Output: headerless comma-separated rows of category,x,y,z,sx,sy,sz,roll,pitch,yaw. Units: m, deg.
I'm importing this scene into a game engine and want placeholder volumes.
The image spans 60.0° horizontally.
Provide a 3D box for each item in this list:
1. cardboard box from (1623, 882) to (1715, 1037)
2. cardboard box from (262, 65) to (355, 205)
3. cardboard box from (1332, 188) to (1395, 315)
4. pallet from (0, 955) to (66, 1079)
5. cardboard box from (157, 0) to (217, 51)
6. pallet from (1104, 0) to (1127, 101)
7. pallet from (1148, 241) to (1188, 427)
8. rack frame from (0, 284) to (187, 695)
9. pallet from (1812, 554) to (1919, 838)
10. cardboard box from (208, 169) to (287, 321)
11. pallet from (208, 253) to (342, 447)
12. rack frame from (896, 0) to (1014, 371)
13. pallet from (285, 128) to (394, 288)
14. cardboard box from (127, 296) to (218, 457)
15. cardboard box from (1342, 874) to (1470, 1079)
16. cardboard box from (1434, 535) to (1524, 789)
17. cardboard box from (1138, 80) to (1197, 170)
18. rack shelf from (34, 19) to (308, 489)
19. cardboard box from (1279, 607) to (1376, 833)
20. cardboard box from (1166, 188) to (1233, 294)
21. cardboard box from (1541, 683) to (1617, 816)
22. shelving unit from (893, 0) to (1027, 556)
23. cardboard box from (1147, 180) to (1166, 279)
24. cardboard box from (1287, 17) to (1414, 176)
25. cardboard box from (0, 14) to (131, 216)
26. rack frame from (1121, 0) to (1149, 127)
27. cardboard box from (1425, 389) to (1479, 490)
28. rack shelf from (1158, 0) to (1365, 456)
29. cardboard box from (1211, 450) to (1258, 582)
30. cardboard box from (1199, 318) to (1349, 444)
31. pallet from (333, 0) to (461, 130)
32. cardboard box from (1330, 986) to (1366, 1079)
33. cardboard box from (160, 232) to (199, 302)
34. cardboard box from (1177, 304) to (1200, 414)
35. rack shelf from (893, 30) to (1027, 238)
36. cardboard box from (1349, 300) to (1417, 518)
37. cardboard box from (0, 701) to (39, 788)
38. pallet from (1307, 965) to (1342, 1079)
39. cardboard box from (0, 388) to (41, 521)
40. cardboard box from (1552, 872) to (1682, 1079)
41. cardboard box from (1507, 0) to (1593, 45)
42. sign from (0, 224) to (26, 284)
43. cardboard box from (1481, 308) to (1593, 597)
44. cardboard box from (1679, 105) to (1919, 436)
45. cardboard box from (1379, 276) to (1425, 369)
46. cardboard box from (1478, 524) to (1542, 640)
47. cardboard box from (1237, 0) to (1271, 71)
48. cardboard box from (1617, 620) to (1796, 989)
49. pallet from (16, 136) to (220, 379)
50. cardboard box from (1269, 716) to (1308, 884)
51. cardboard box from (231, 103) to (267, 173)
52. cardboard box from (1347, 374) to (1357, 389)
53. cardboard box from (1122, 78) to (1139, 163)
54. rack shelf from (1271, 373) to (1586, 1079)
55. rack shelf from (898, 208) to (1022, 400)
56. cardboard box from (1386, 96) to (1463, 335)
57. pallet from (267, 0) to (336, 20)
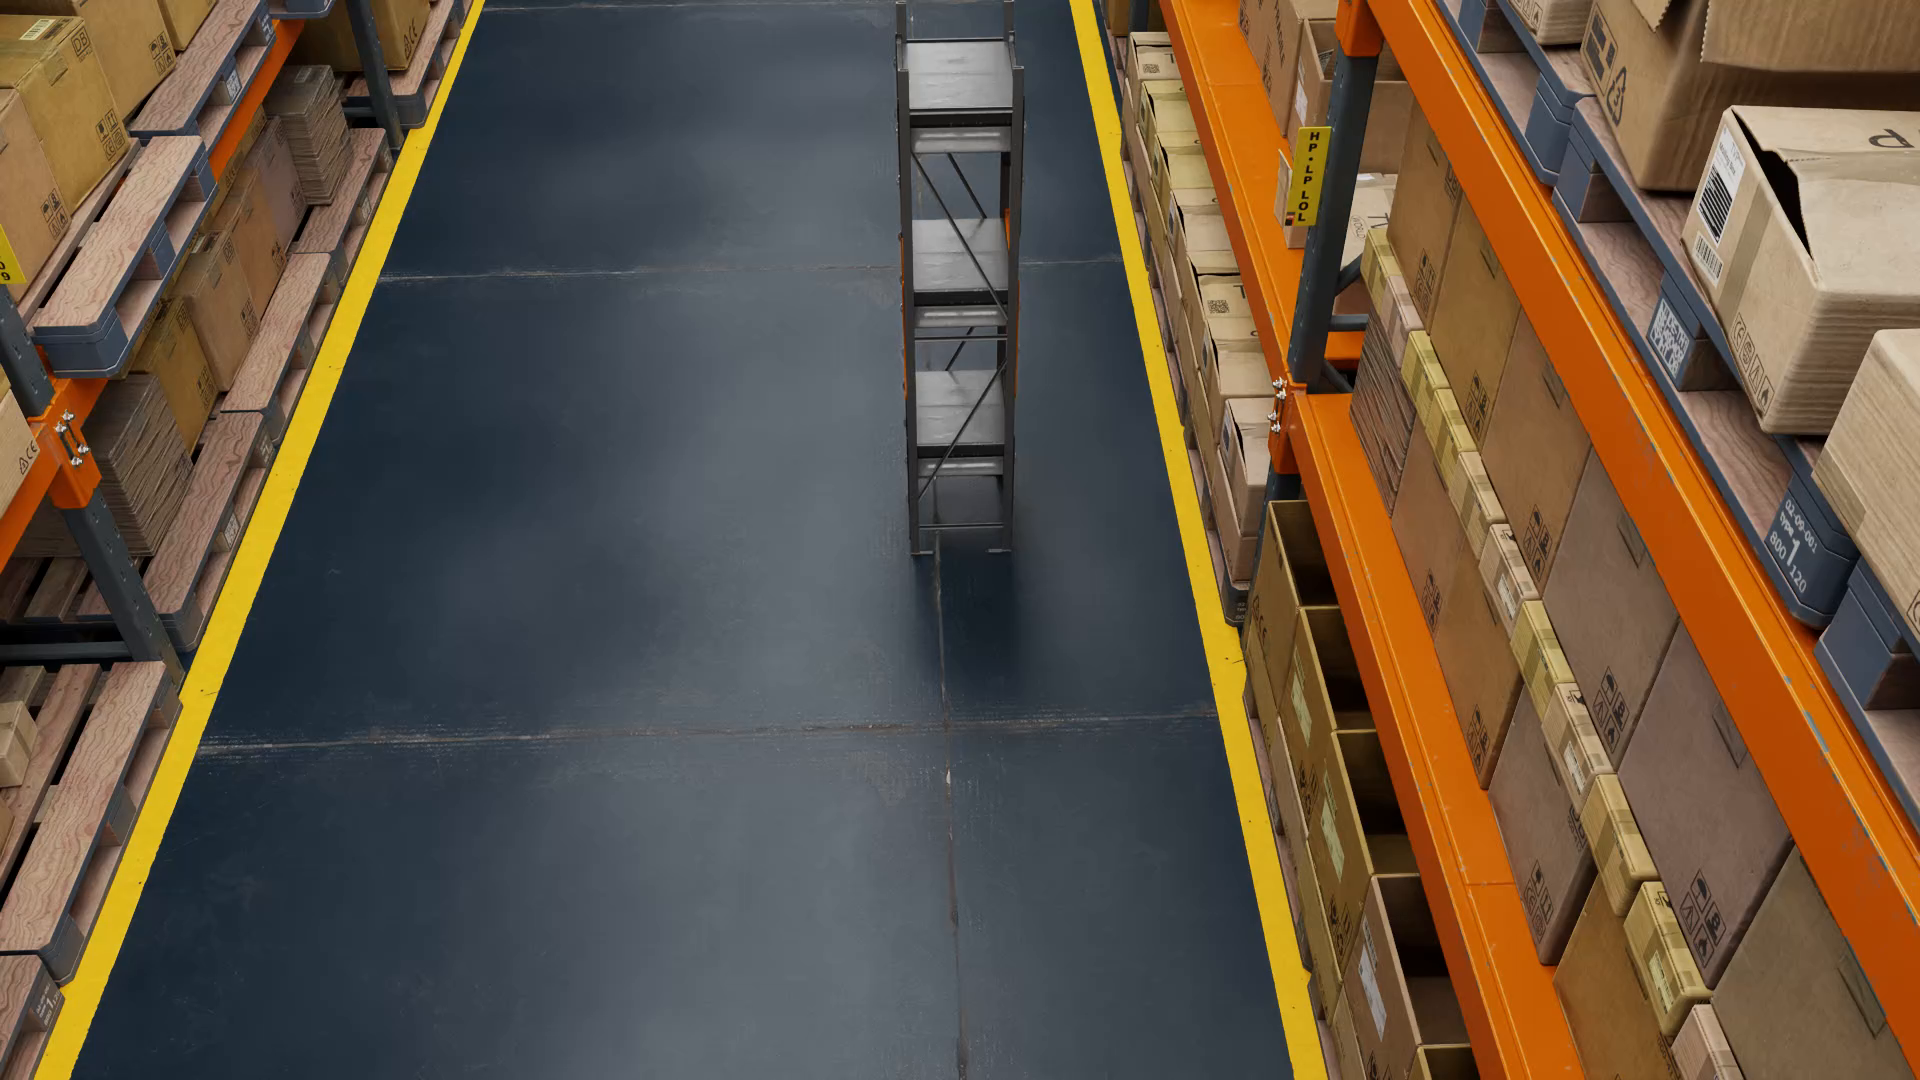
cardboard box,1.488,0.784,3.121,0.380,0.149,0.250,0,43,0
cardboard box,-3.468,-2.004,8.240,0.700,0.500,0.500,-1,43,-1
cardboard box,1.503,-0.968,5.697,0.500,0.250,0.500,1,43,1
pallet,-3.263,1.759,4.675,1.003,0.211,1.213,-2,43,-2
cardboard box,-3.446,-2.289,6.628,0.700,0.500,0.500,-2,43,-2
pallet,1.404,-2.869,9.724,1.003,0.211,1.213,-2,43,-2
pallet,1.443,-0.986,7.669,1.003,0.211,1.213,-2,43,-2
rack frame,-3.381,-0.547,5.127,1.000,3.000,0.127,-2,43,-2
pallet,1.734,0.457,1.877,1.003,0.211,1.213,-2,43,-2
cardboard box,-3.513,-1.318,7.492,0.700,0.500,0.500,-2,43,-2
pallet,-3.471,-0.870,7.543,1.003,0.211,1.213,-2,43,-2
rack frame,-0.017,-1.051,6.342,0.400,2.100,0.015,-2,43,-2
pallet,-3.519,-1.692,8.440,1.003,0.211,1.213,-2,43,-2
cardboard box,-3.501,-0.632,6.744,0.700,0.500,0.500,-2,43,-3
cardboard box,1.341,1.225,4.363,0.500,0.500,0.500,-2,43,-2
cardboard box,1.639,0.265,4.167,0.700,0.500,0.500,-1,43,-1
cardboard box,1.158,-2.024,8.047,0.500,0.311,0.500,-3,43,-3
rack shelf,-3.466,-1.632,6.843,1.077,0.370,4.000,-2,43,-2
cardboard box,1.304,0.550,5.099,0.500,0.500,0.500,-2,43,-2
cardboard box,1.199,-1.332,7.293,0.500,0.311,0.500,-2,43,-2
cardboard box,1.463,0.433,3.504,0.380,0.149,0.250,-2,43,-2
shelving unit,-0.007,-0.886,6.162,0.431,2.100,0.503,-2,43,-2
cardboard box,1.177,-1.481,7.870,0.500,0.250,0.500,-3,43,-3
cardboard box,1.529,-1.603,6.205,0.500,0.500,0.500,1,43,1
cardboard box,-3.385,-1.468,5.732,0.700,0.500,0.500,2,43,3
rack frame,1.398,-3.392,8.231,1.000,3.000,0.127,-2,43,-2
cardboard box,1.422,-0.260,4.260,0.380,0.149,0.250,-2,43,-2
rack shelf,1.483,-1.777,7.001,1.077,0.370,4.000,-2,43,-2
cardboard box,1.261,-0.105,6.368,0.500,0.250,0.500,-2,43,-2
cardboard box,1.236,-0.656,6.555,0.500,0.311,0.500,-1,43,-1
pallet,-3.509,-2.754,9.598,1.003,0.211,1.213,-2,43,-2
cardboard box,1.344,1.501,4.616,0.500,0.250,0.500,-2,43,-2
cardboard box,-3.477,-1.209,6.819,0.500,0.250,0.500,-3,43,-3
cardboard box,1.219,-0.792,7.118,0.500,0.250,0.500,-1,43,-1
rack shelf,-0.007,-1.392,5.699,0.431,0.518,0.480,-2,43,-2
cardboard box,1.593,-0.429,4.925,0.700,0.500,0.500,-3,43,-3
cardboard box,-3.328,0.695,5.543,0.380,0.166,0.250,-7,43,-7
pallet,1.615,1.700,4.739,1.003,0.211,1.213,-2,43,-2
cardboard box,-3.058,-0.188,4.832,0.500,0.250,0.500,-2,43,-2
cardboard box,1.688,0.966,3.402,0.700,0.500,0.500,-1,43,-2
cardboard box,1.349,-1.259,3.335,0.500,0.311,0.500,-4,43,-4
sign,-2.839,-0.887,4.857,0.100,0.325,0.005,-2,43,-2
cardboard box,1.636,-0.228,3.745,0.700,0.500,0.500,-2,43,-2
cardboard box,1.402,-0.416,2.416,0.500,0.311,0.500,3,43,3
cardboard box,1.397,-0.612,4.643,0.380,0.149,0.250,-1,43,-1
cardboard box,1.445,0.089,3.879,0.380,0.149,0.250,-3,43,-3
cardboard box,1.486,-2.297,6.962,0.500,0.500,0.500,-4,43,-4
cardboard box,1.678,0.447,3.008,0.700,0.500,0.500,-1,43,-2
pallet,-3.268,-0.997,5.759,1.003,0.211,1.213,-2,43,-2
cardboard box,1.301,0.826,5.353,0.500,0.250,0.500,-2,43,-2
cardboard box,-3.507,-1.894,7.565,0.500,0.250,0.500,-1,43,-1
cardboard box,1.783,-0.664,6.564,0.500,0.311,0.500,-2,43,-2
cardboard box,1.127,-2.171,8.623,0.500,0.250,0.500,-2,43,-2
rack shelf,1.653,0.923,4.055,1.077,0.370,4.000,-2,43,-2
rack shelf,-0.007,-0.876,6.172,0.431,0.518,0.480,-2,43,-2
cardboard box,1.593,-0.908,4.486,0.700,0.500,0.500,-1,43,-2
pallet,-3.414,-2.699,7.616,1.213,0.211,1.003,-2,43,-2
